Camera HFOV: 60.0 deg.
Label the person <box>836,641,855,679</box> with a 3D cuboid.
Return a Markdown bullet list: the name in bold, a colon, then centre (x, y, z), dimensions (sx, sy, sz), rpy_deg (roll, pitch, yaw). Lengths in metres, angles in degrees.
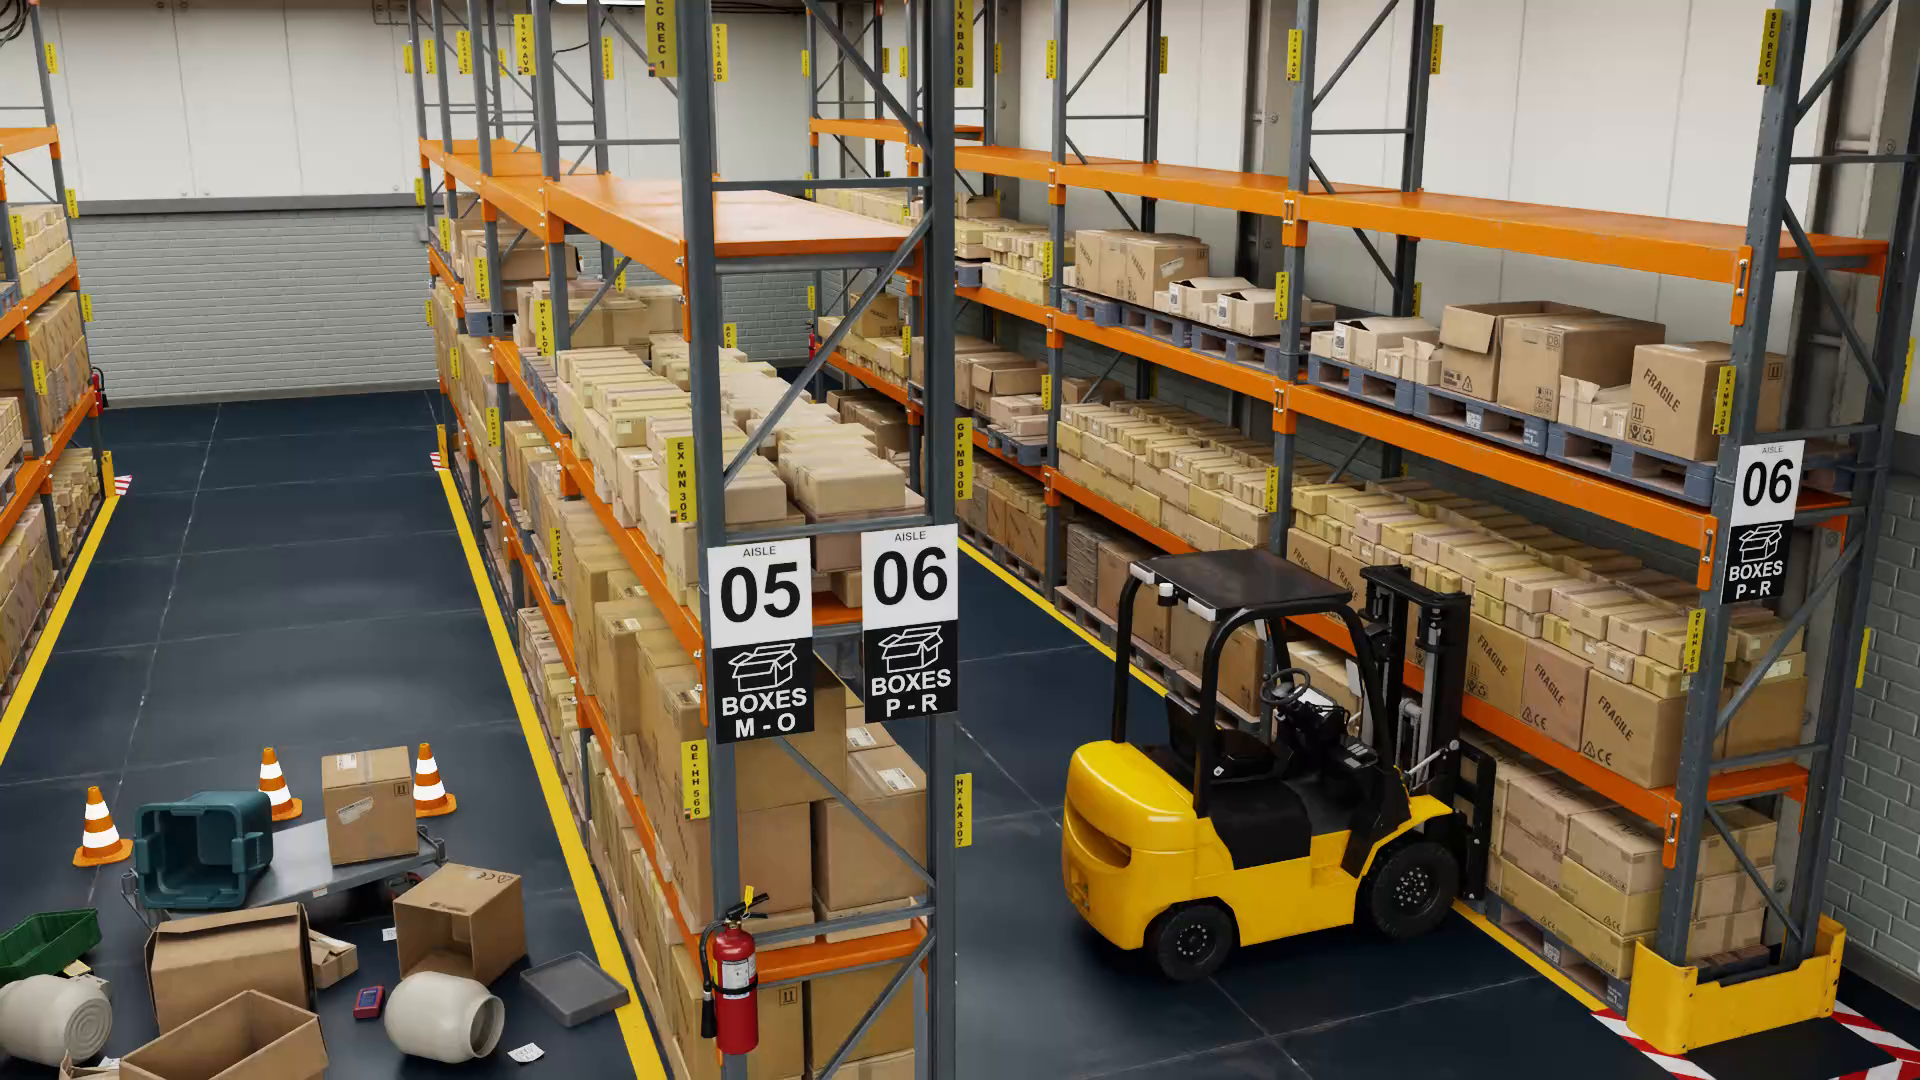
- **person**: centre (-0.788, 0.530, 13.887), dimensions (0.538, 1.268, 0.784), rpy_deg (-6, 17, -20)
